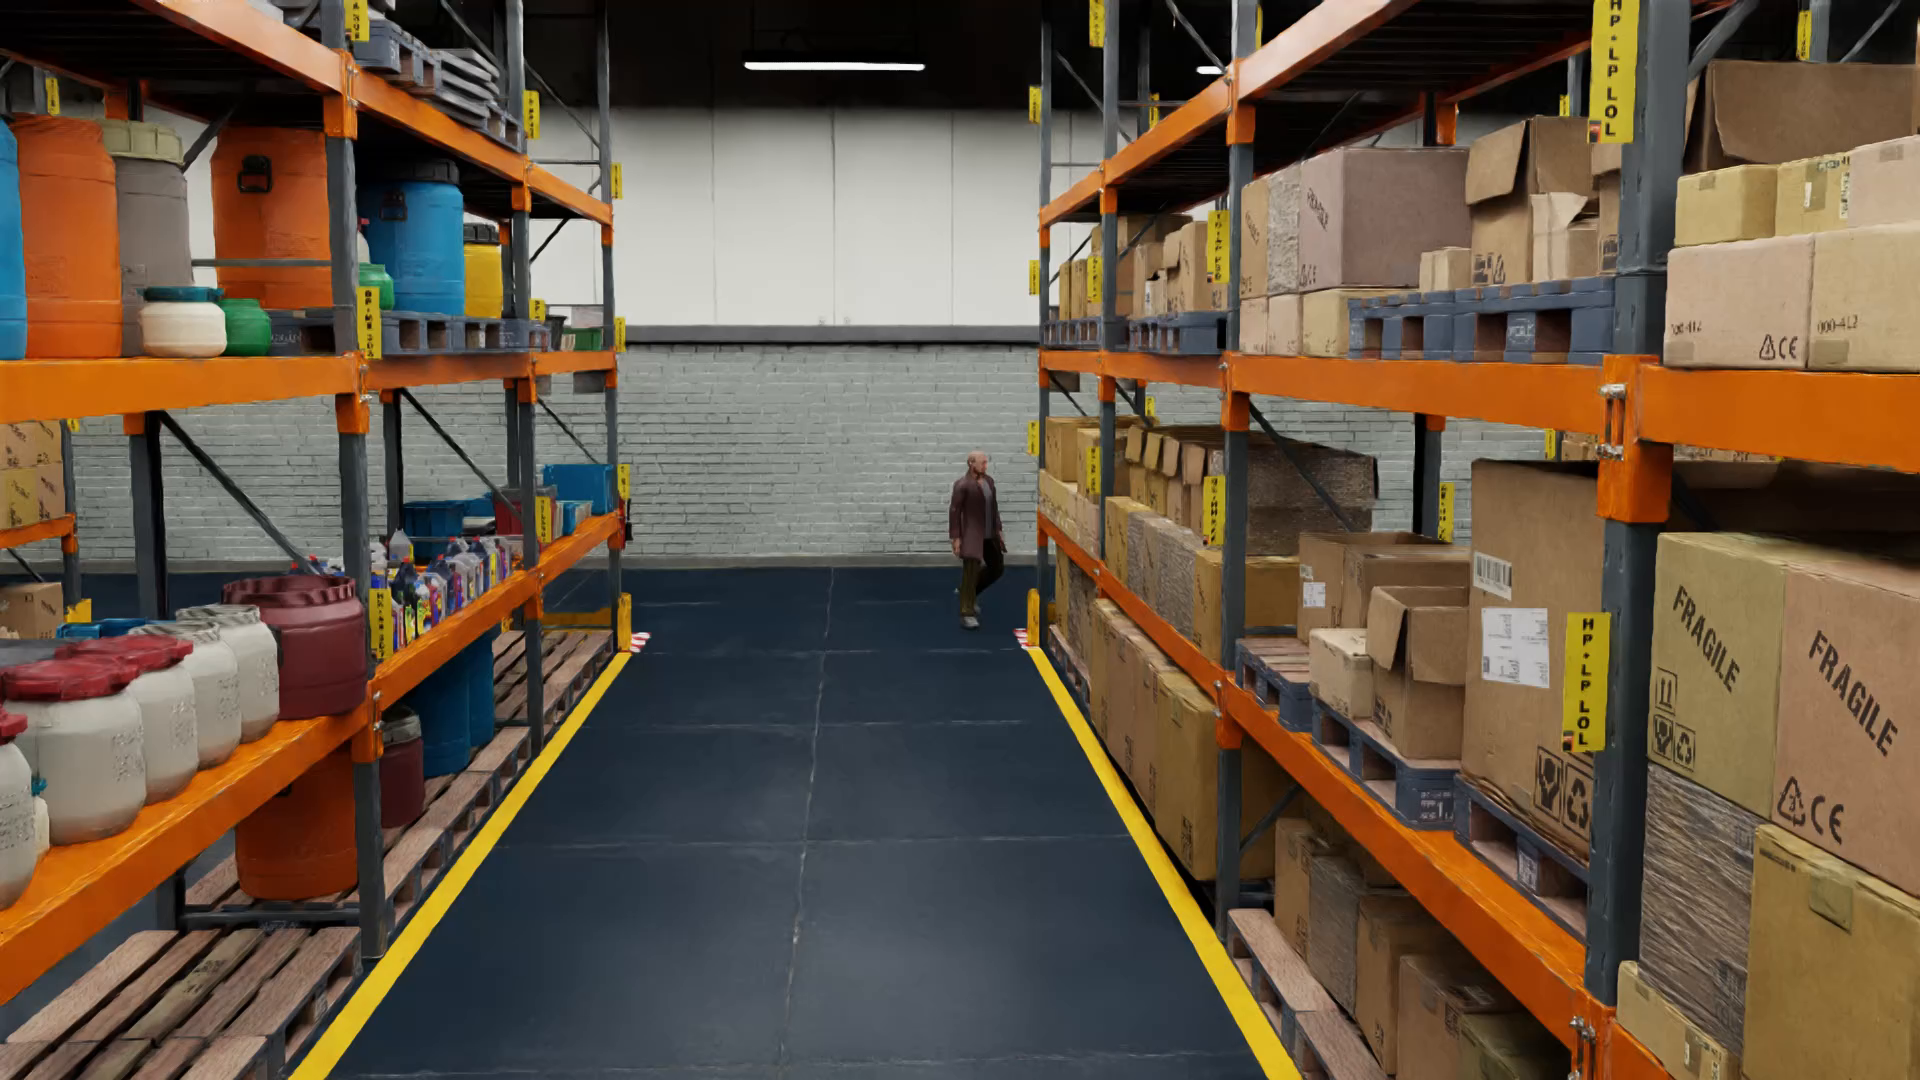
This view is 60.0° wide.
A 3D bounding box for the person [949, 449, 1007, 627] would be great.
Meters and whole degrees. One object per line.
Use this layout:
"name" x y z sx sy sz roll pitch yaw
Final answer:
"person" 0.126 -0.041 16.985 0.679 1.771 0.700 6 9 41
